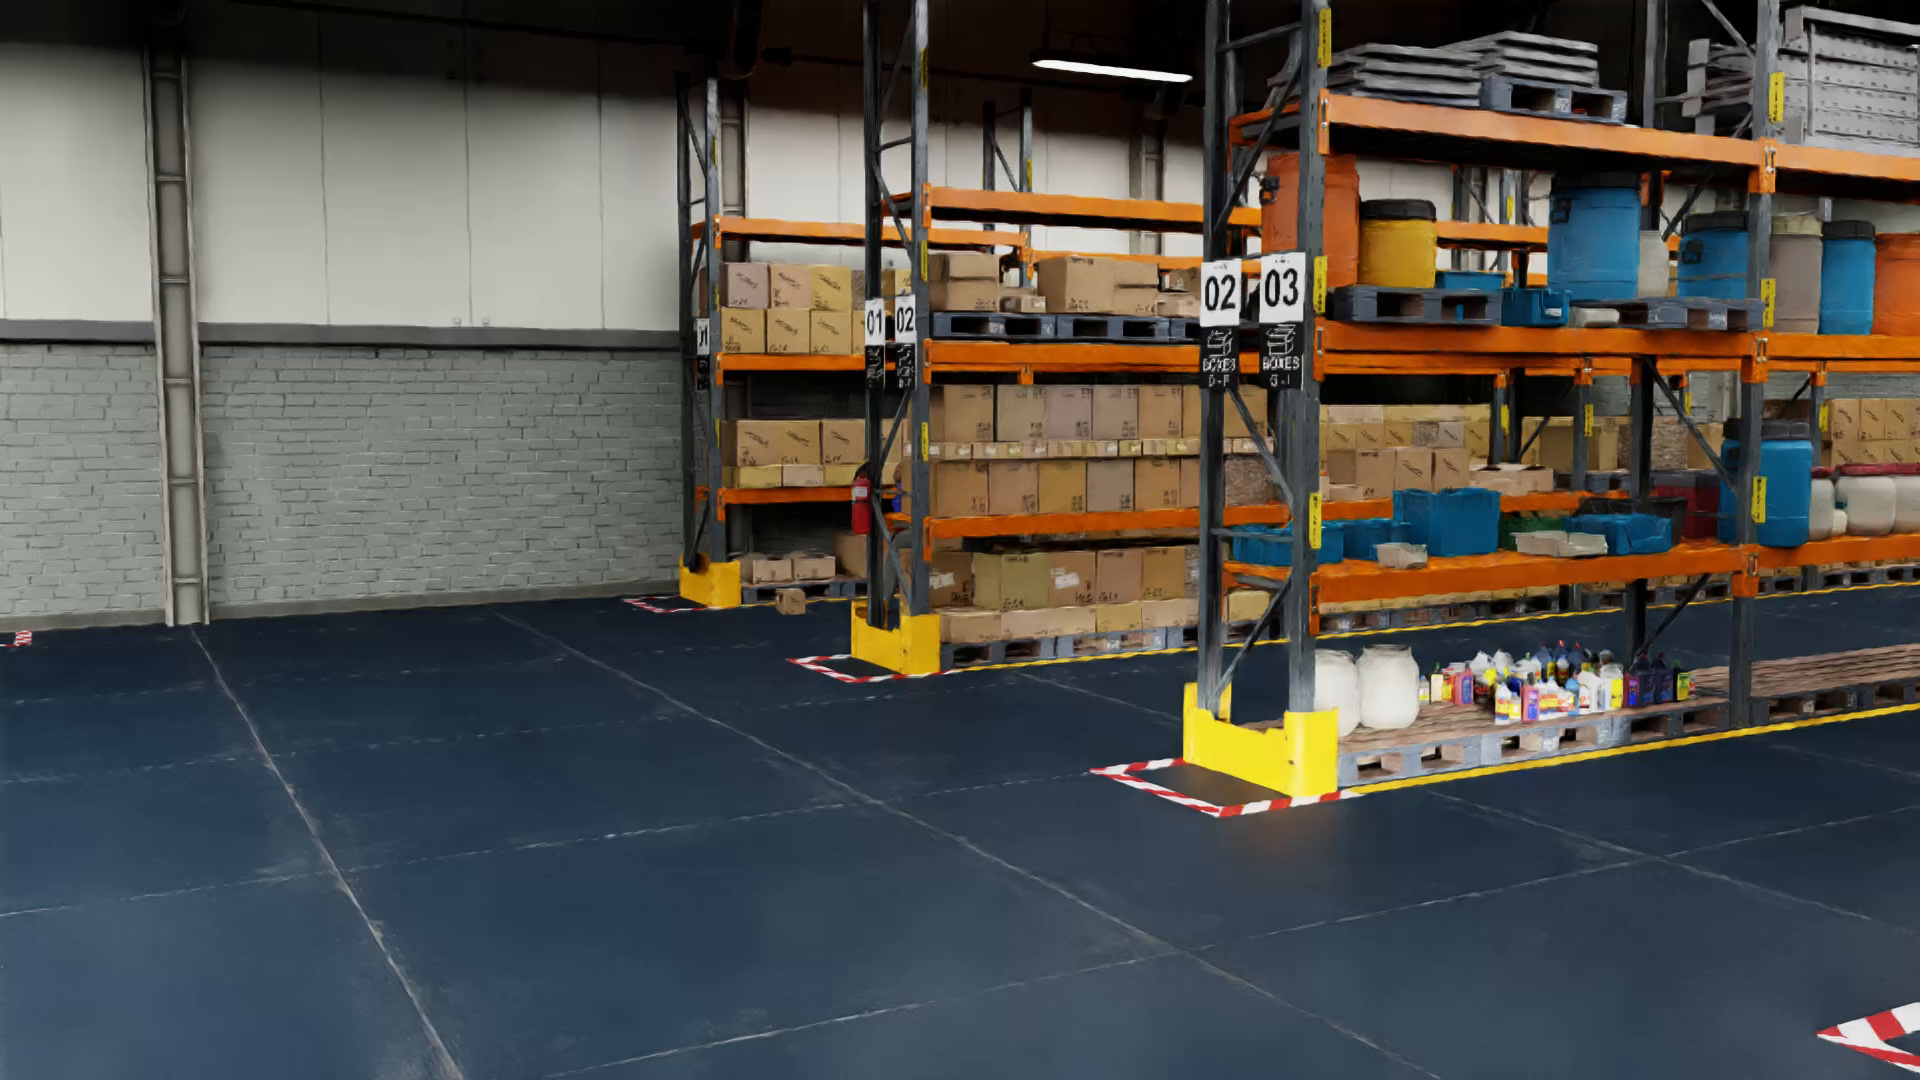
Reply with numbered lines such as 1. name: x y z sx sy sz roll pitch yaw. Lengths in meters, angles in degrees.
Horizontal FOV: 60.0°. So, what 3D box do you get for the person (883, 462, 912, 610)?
1. person: -0.556 -0.049 18.101 0.964 1.611 0.456 0 5 -1
